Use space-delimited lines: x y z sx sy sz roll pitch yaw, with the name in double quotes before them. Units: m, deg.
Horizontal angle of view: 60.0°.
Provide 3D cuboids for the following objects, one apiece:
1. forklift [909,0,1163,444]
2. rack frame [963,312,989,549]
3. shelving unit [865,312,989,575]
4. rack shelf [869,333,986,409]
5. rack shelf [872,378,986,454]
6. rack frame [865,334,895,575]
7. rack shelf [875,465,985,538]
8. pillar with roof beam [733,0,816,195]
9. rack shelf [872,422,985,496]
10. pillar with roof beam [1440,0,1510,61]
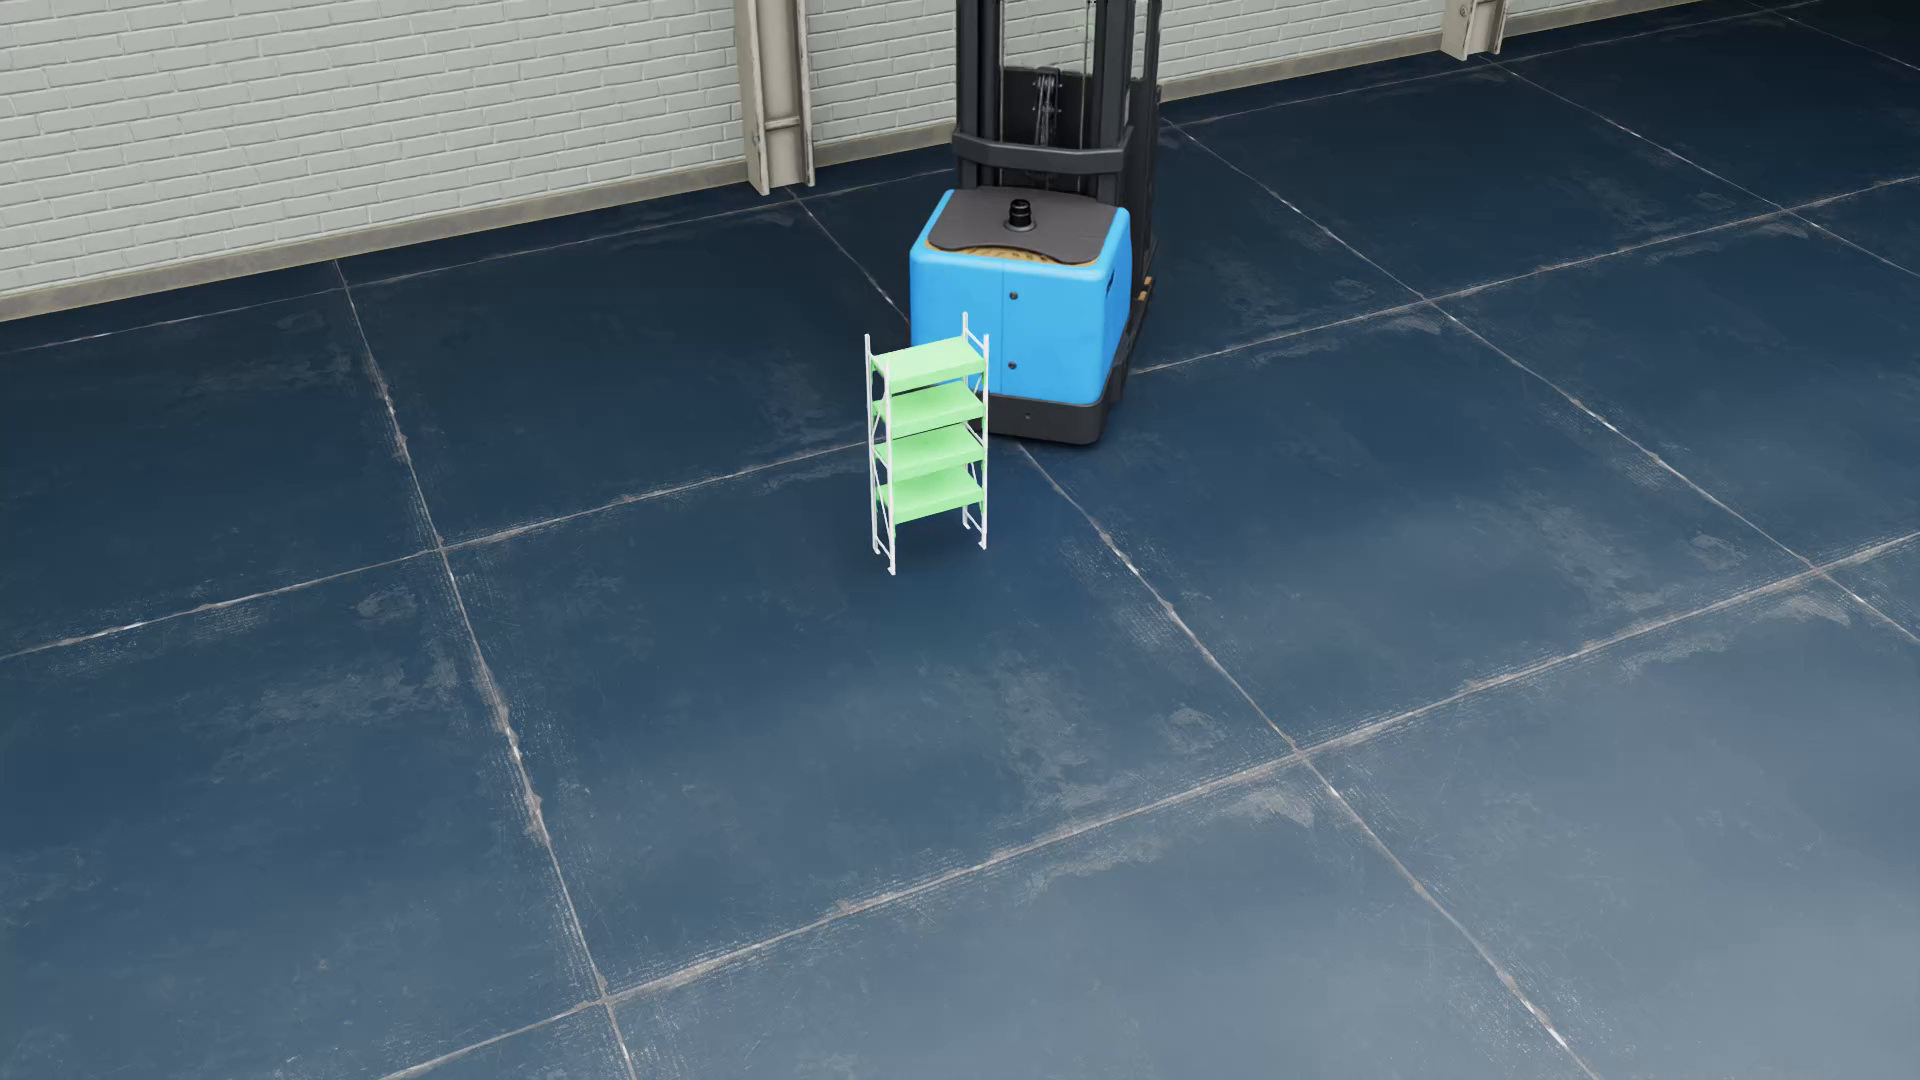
"forklift" 0.579 -2.563 9.245 1.130 2.935 3.031 8 37 11
"rack frame" 0.071 -0.502 7.919 0.015 1.200 0.240 -16 39 -20
"shelving unit" -0.150 -0.440 7.836 0.503 1.200 0.258 -16 39 -20
"rack shelf" -0.150 -0.774 7.588 0.480 0.148 0.258 -16 39 -20
"rack shelf" -0.150 -0.581 7.731 0.480 0.148 0.258 -16 39 -20
"rack frame" -0.371 -0.378 7.753 0.015 1.200 0.240 -16 39 -20
"rack shelf" -0.150 -0.196 8.017 0.480 0.148 0.258 -16 39 -20
"pillar with roof beam" 0.580 -3.796 5.815 0.400 9.000 9.100 -16 39 -20
"rack shelf" -0.150 -0.389 7.874 0.480 0.148 0.258 -16 39 -20
"pillar with roof beam" 6.012 -5.315 7.862 0.400 9.000 9.100 -16 39 -20
